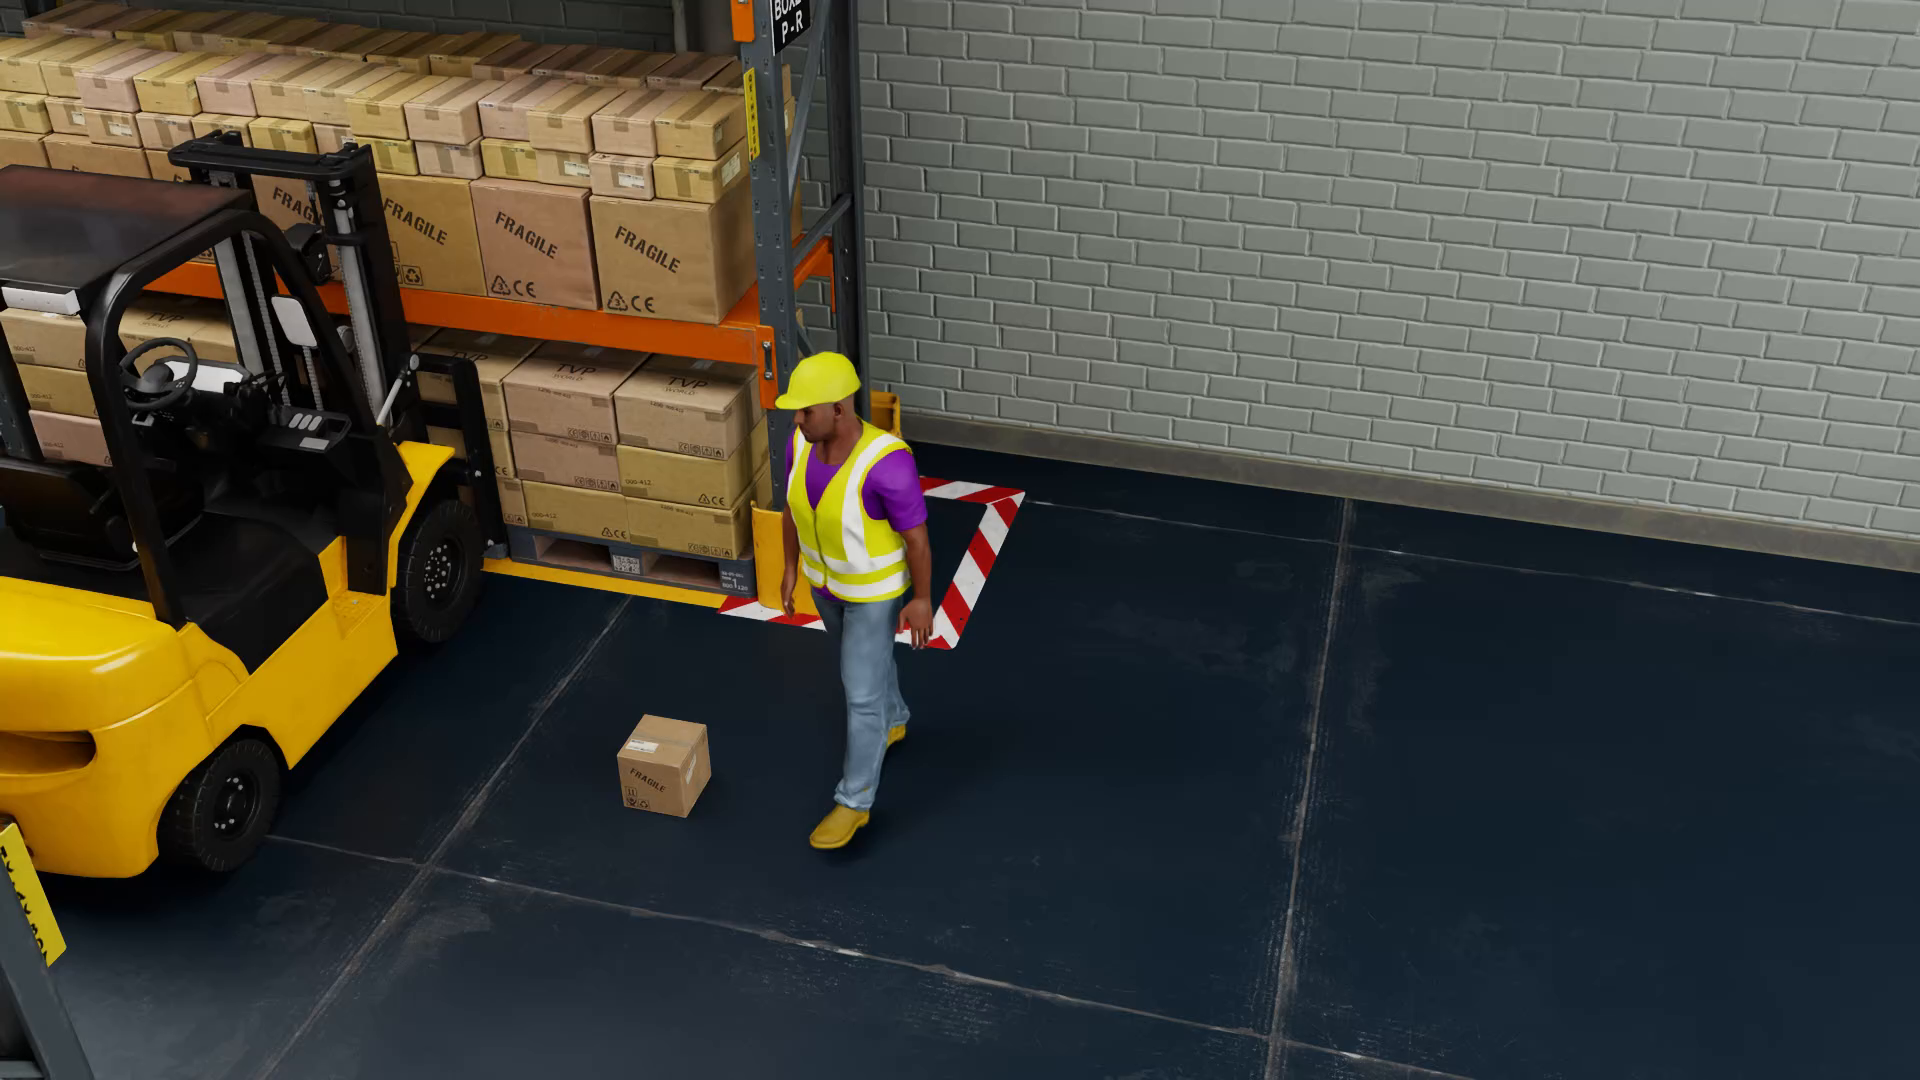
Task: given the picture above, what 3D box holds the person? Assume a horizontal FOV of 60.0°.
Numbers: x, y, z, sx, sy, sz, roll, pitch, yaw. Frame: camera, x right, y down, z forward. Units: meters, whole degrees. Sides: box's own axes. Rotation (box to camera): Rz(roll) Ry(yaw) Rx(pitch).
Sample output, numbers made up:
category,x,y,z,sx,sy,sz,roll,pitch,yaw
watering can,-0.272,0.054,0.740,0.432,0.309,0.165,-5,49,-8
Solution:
category,x,y,z,sx,sy,sz,roll,pitch,yaw
person,-0.420,0.187,5.800,0.526,1.745,0.756,26,41,34
